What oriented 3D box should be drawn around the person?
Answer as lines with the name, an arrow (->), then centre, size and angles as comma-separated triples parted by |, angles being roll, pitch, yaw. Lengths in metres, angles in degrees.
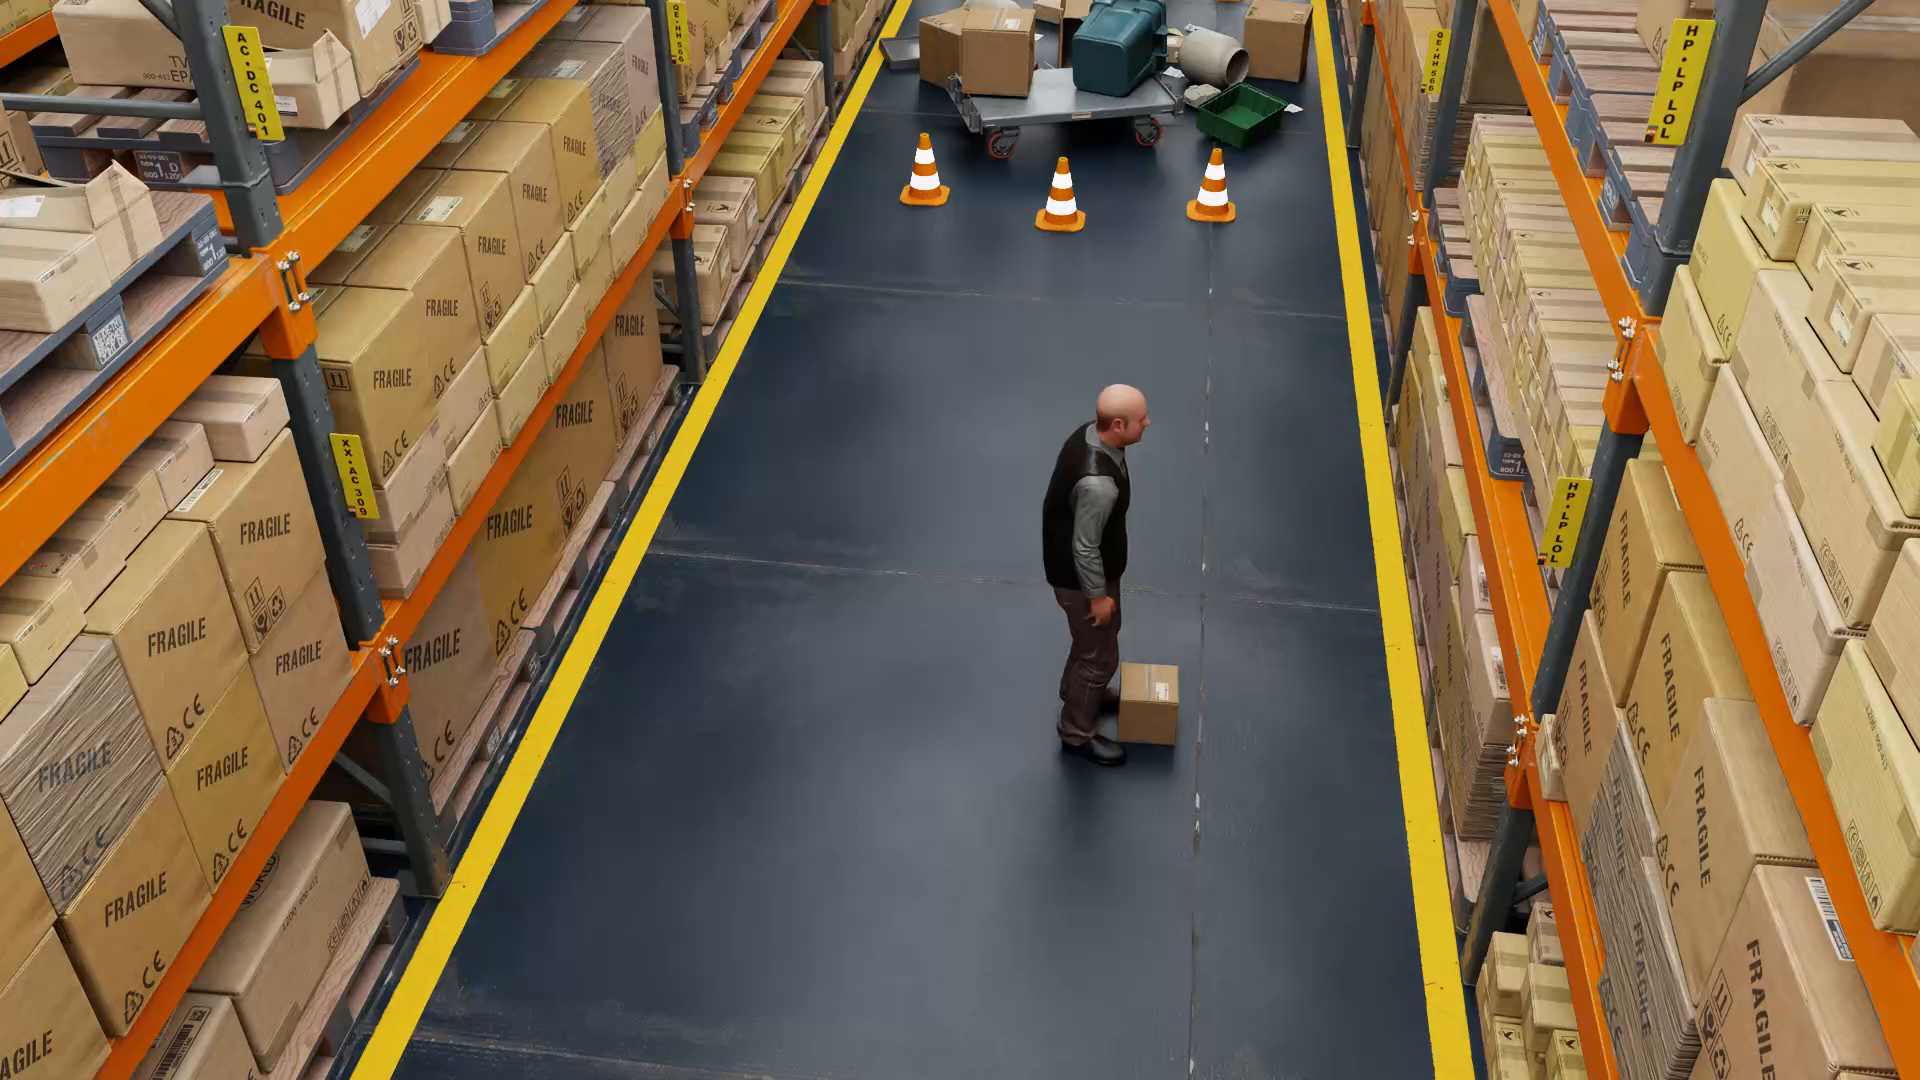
person -> 0.543, 0.114, 6.904 | 0.421, 1.720, 0.578 | 4, 36, 5
